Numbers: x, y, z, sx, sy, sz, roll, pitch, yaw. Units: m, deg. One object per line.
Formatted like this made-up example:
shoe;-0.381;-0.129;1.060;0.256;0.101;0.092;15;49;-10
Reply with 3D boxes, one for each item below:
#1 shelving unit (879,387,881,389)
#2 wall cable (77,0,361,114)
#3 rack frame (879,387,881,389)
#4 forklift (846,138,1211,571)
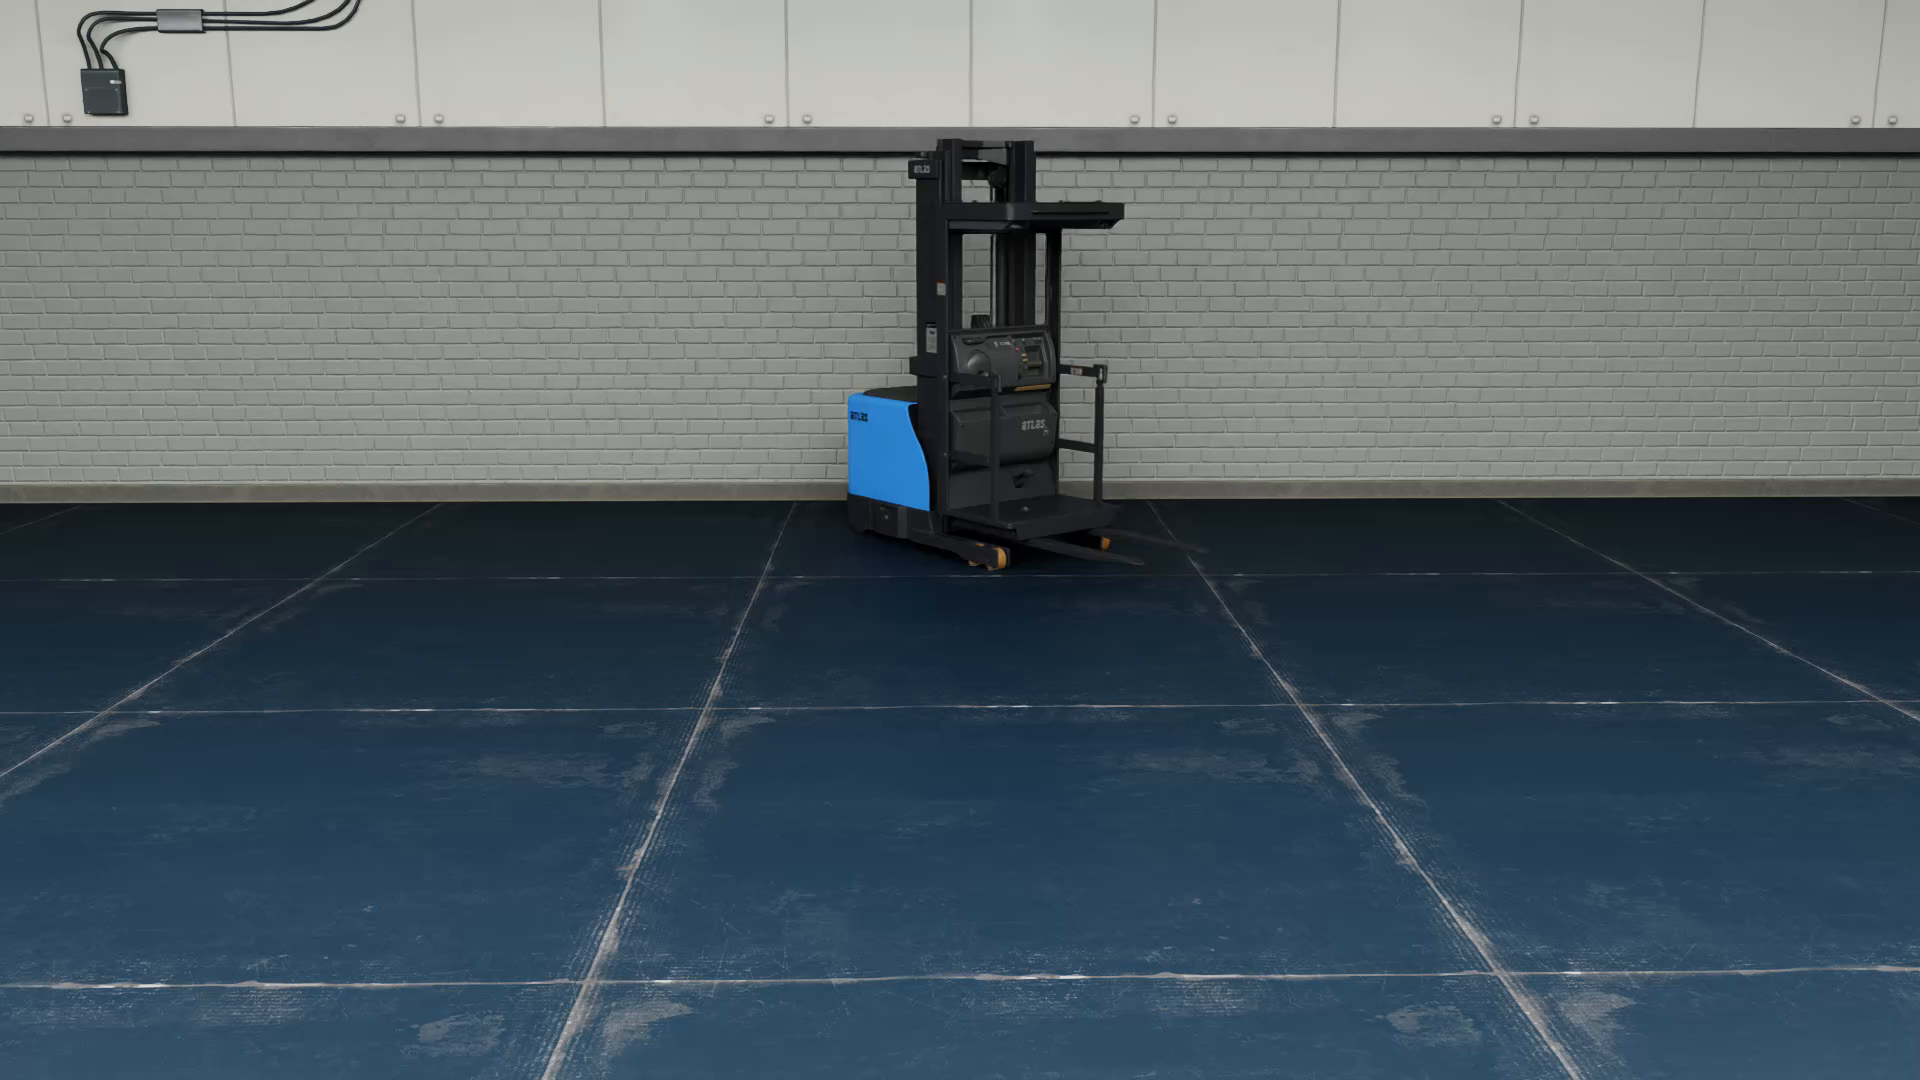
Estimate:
shelving unit;-0.529;-0.688;13.301;0.215;1.050;0.252;-2;12;-7
wall cable;-5.904;-6.388;12.861;2.305;6.003;0.169;0;11;-1
rack frame;-0.545;-0.713;13.420;0.200;1.050;0.008;-2;12;-7
forklift;0.451;-1.334;11.762;1.130;2.935;3.031;-9;15;-39
